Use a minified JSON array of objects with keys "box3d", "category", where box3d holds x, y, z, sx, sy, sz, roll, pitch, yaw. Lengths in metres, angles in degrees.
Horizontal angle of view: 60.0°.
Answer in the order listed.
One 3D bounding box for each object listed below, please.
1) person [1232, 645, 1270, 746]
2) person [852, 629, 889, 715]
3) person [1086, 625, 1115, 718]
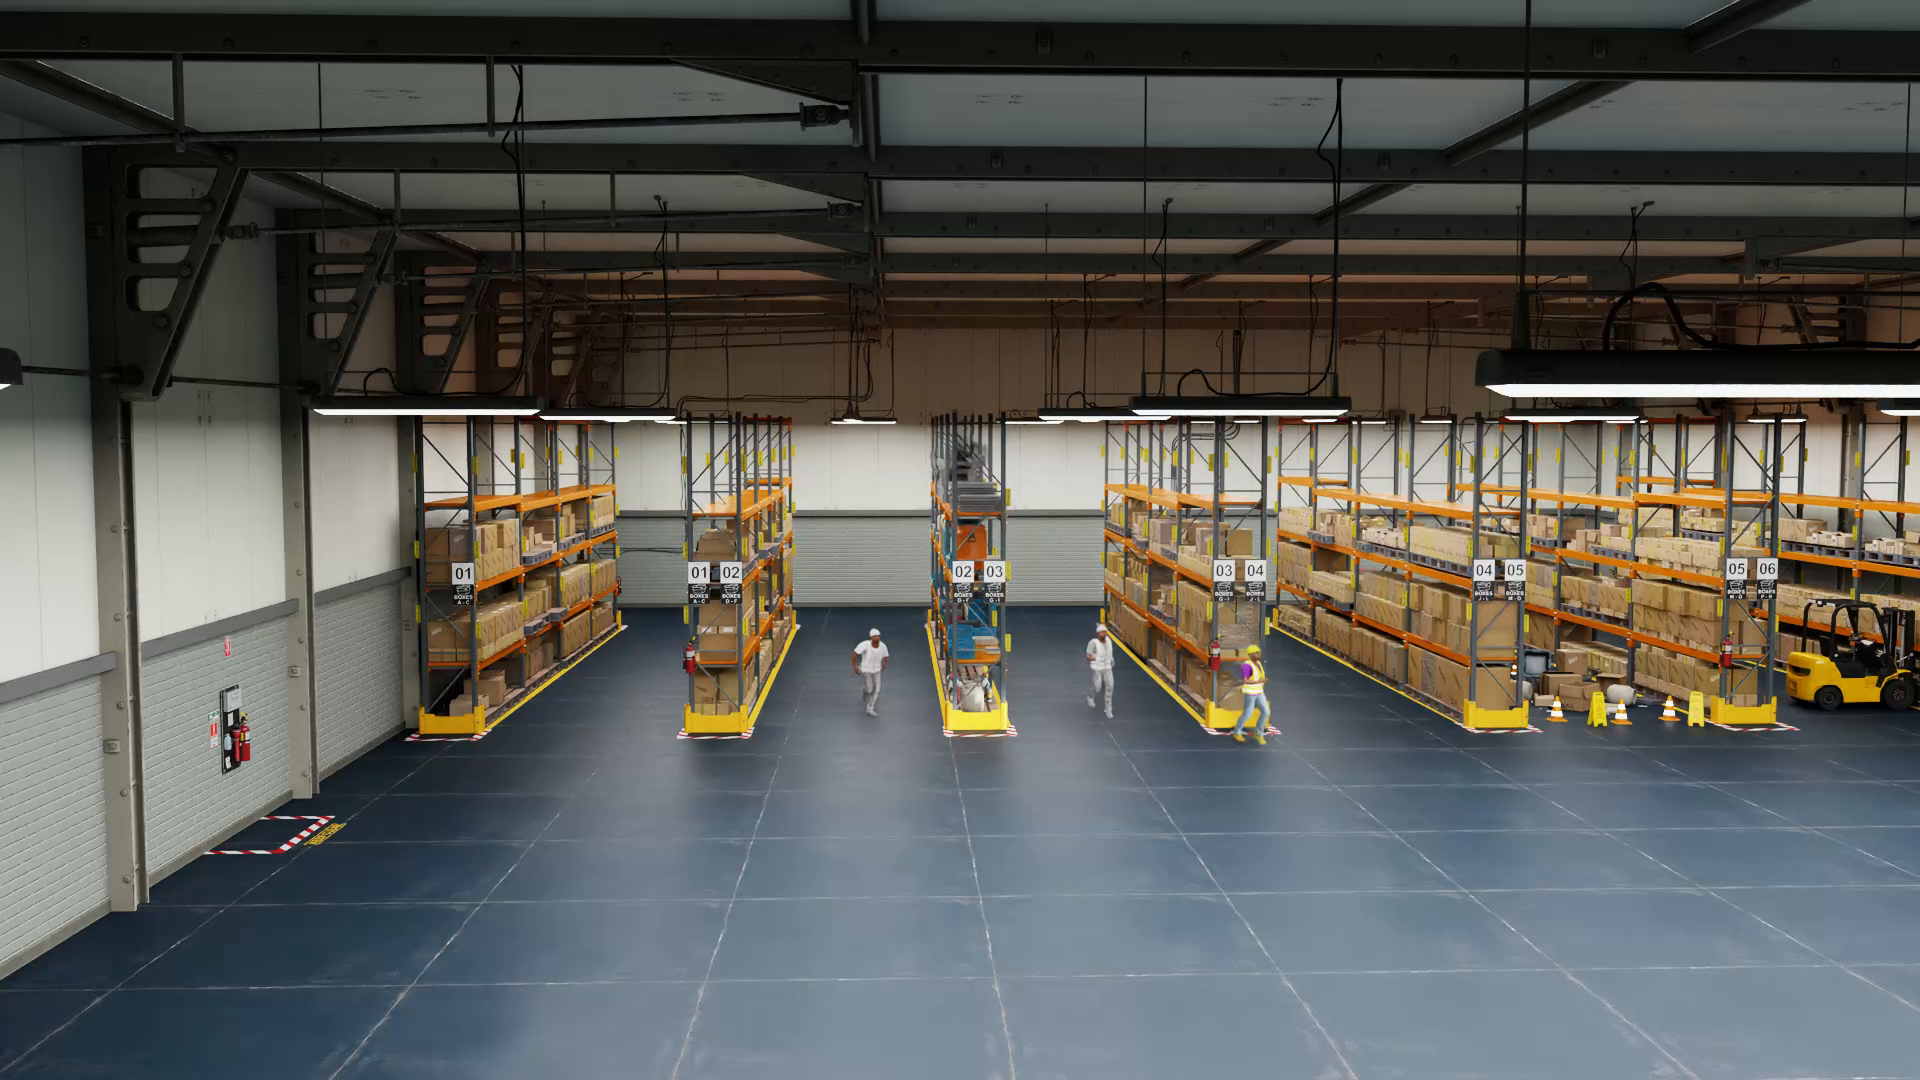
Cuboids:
[{"box3d":[5.270,2.805,29.945,0.770,1.839,0.702,4,5,45],"category":"person"},{"box3d":[-1.782,2.625,33.219,0.735,1.717,0.698,-2,4,-24],"category":"person"},{"box3d":[2.793,2.597,33.108,0.715,1.828,0.948,-2,4,-27],"category":"person"}]
